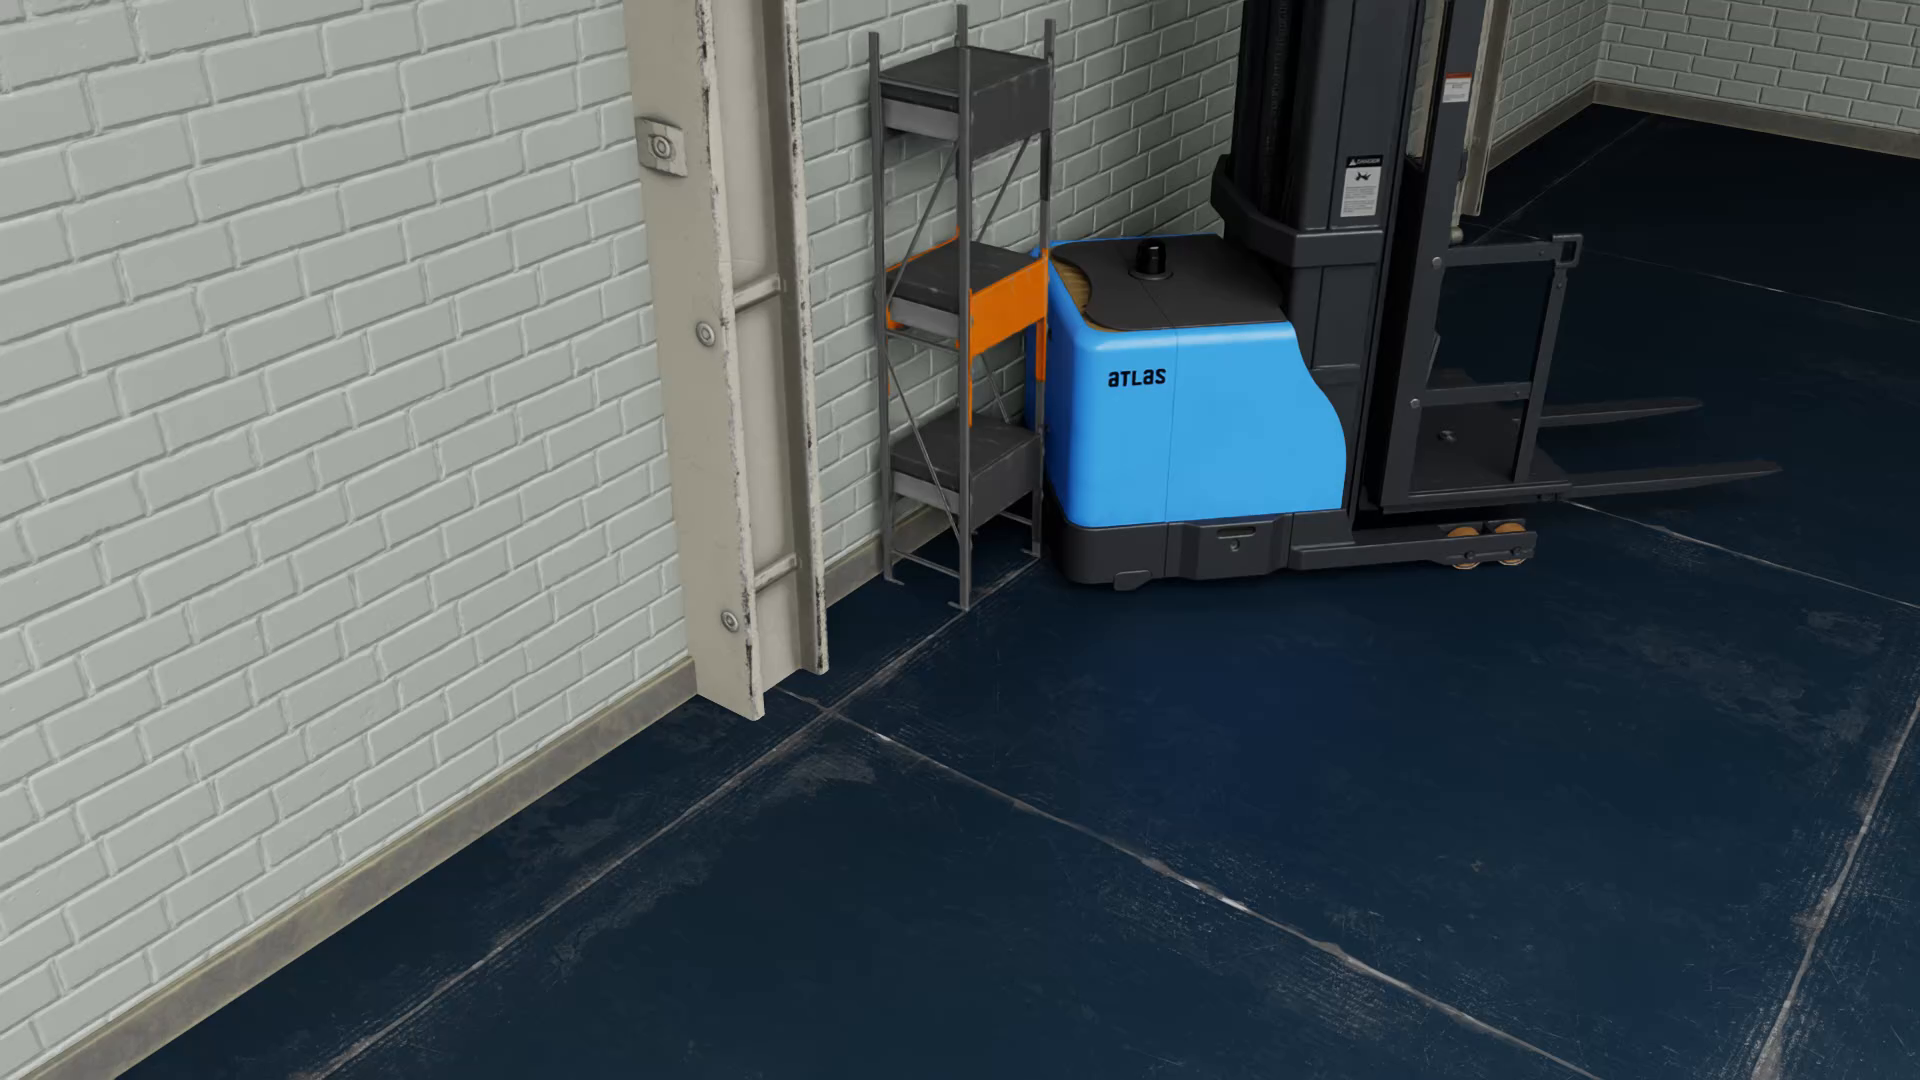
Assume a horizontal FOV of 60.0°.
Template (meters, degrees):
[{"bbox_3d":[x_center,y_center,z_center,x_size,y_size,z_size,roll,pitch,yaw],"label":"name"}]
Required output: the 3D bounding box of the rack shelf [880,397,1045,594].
[{"bbox_3d":[0.013,-0.179,6.388,0.431,0.518,0.480,20,36,31],"label":"rack shelf"}]

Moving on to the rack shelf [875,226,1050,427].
[{"bbox_3d":[0.012,-0.782,6.034,0.431,0.518,0.480,20,36,31],"label":"rack shelf"}]

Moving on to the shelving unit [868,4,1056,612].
[{"bbox_3d":[0.012,-0.794,6.027,0.431,2.100,0.503,20,36,31],"label":"shelving unit"}]

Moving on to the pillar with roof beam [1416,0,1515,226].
[{"bbox_3d":[6.346,-4.491,5.501,9.100,9.000,0.400,21,37,31],"label":"pillar with roof beam"}]

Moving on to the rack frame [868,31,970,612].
[{"bbox_3d":[-0.132,-0.694,5.858,0.400,2.100,0.015,20,36,31],"label":"rack frame"}]

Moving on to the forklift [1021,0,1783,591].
[{"bbox_3d":[1.821,-1.406,6.248,3.031,2.935,1.130,-5,31,-8],"label":"forklift"}]

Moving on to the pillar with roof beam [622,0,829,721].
[{"bbox_3d":[2.725,-2.052,1.386,9.100,9.000,0.400,21,37,31],"label":"pillar with roof beam"}]

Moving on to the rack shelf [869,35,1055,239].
[{"bbox_3d":[0.011,-1.386,5.680,0.431,0.518,0.480,20,36,31],"label":"rack shelf"}]

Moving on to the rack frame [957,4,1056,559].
[{"bbox_3d":[0.156,-0.894,6.197,0.400,2.100,0.015,20,36,31],"label":"rack frame"}]
